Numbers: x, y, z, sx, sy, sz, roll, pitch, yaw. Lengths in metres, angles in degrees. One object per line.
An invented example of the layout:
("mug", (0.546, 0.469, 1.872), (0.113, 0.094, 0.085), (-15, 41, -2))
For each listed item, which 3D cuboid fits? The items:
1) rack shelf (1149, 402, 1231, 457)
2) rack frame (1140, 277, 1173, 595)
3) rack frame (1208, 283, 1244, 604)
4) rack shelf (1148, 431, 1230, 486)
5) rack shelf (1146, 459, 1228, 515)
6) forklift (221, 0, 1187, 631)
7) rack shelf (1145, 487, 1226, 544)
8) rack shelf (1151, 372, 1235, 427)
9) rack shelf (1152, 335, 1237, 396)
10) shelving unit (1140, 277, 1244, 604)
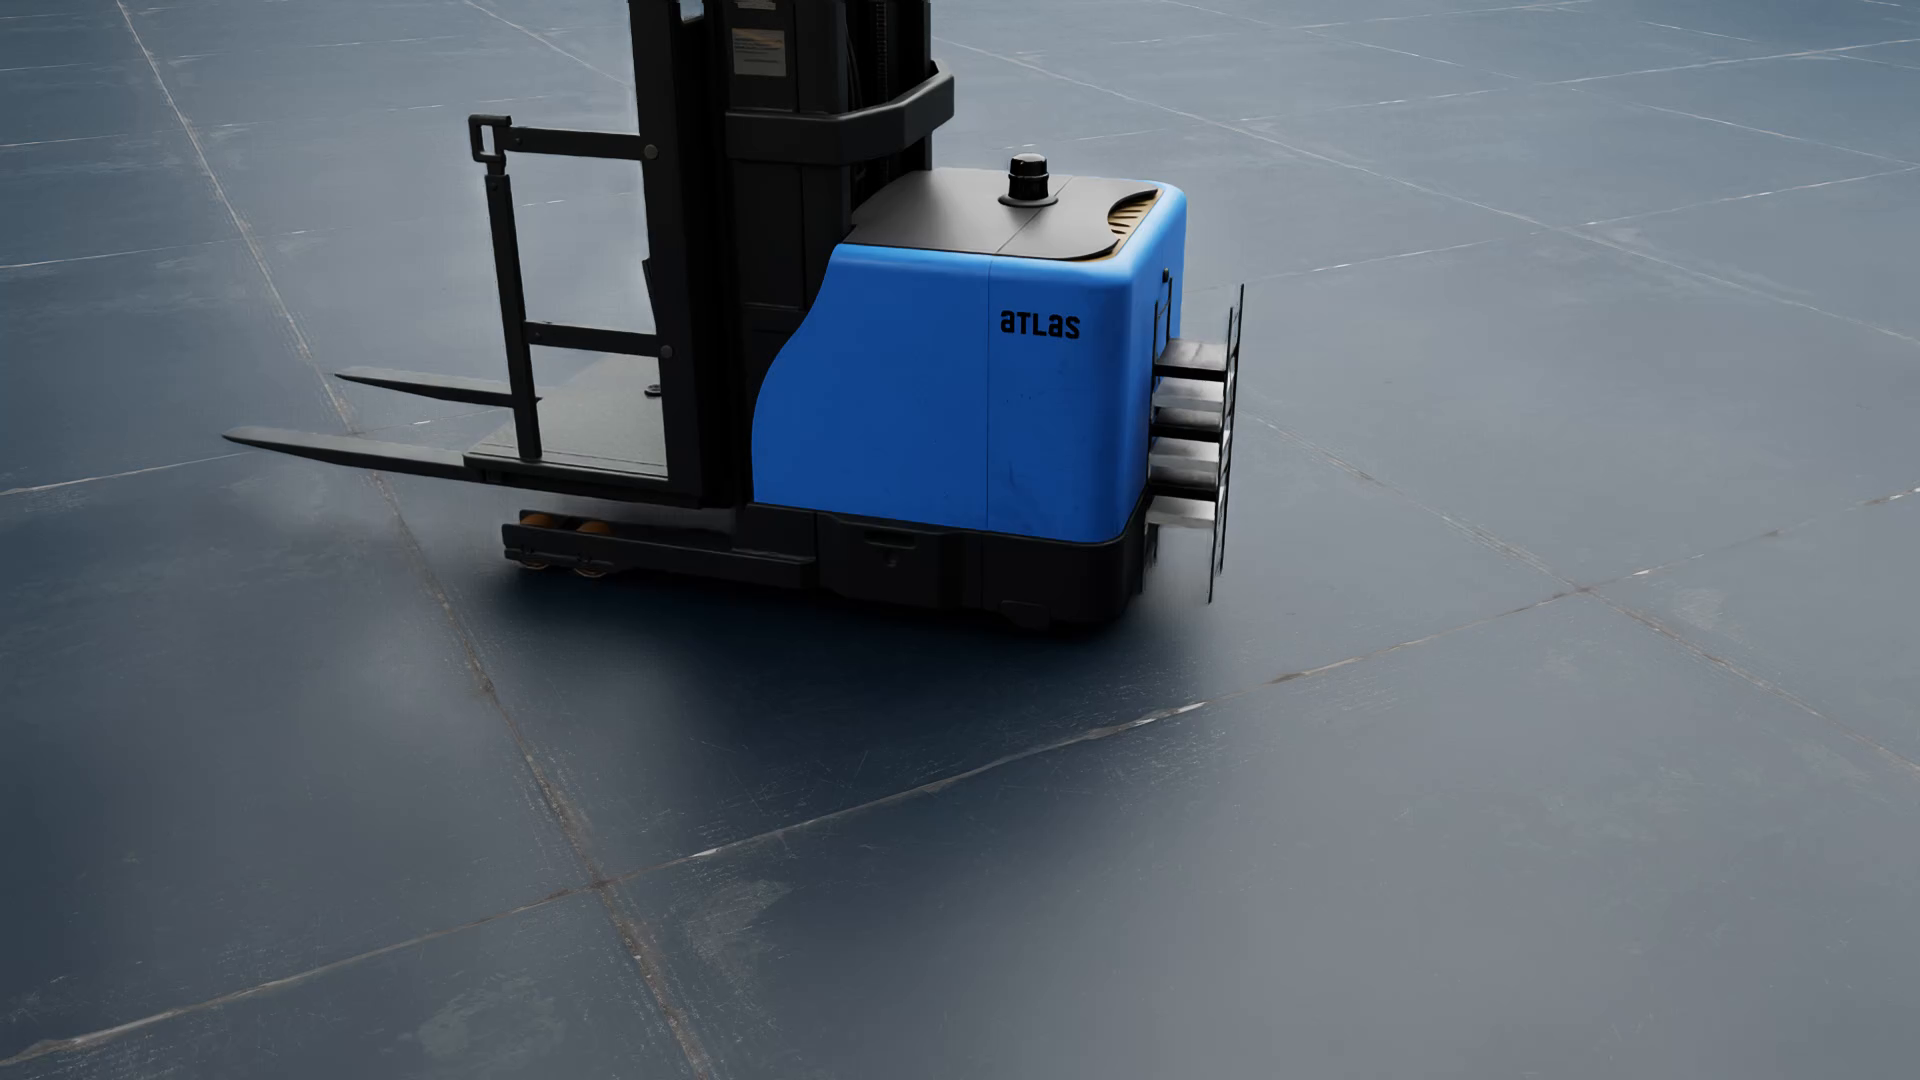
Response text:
("rack shelf", (0.666, -0.331, 4.769), (0.200, 0.077, 0.258), (7, 27, 15))
("rack frame", (0.568, -0.293, 4.820), (0.006, 0.900, 0.240), (7, 27, 15))
("rack frame", (0.763, -0.268, 4.768), (0.006, 0.900, 0.240), (7, 27, 15))
("rack shelf", (0.666, -0.250, 4.808), (0.200, 0.077, 0.258), (7, 27, 15))
("rack shelf", (0.666, -0.169, 4.847), (0.200, 0.077, 0.258), (7, 27, 15))
("forklift", (-0.879, -1.417, 4.815), (3.031, 2.935, 1.130), (7, 27, 15))
("rack shelf", (0.666, -0.088, 4.886), (0.200, 0.077, 0.258), (7, 27, 15))
("rack shelf", (0.666, -0.412, 4.730), (0.200, 0.077, 0.258), (7, 27, 15))
("rack shelf", (0.666, -0.494, 4.691), (0.200, 0.077, 0.258), (7, 27, 15))
("shelving unit", (0.666, -0.280, 4.794), (0.210, 0.900, 0.258), (7, 27, 15))
